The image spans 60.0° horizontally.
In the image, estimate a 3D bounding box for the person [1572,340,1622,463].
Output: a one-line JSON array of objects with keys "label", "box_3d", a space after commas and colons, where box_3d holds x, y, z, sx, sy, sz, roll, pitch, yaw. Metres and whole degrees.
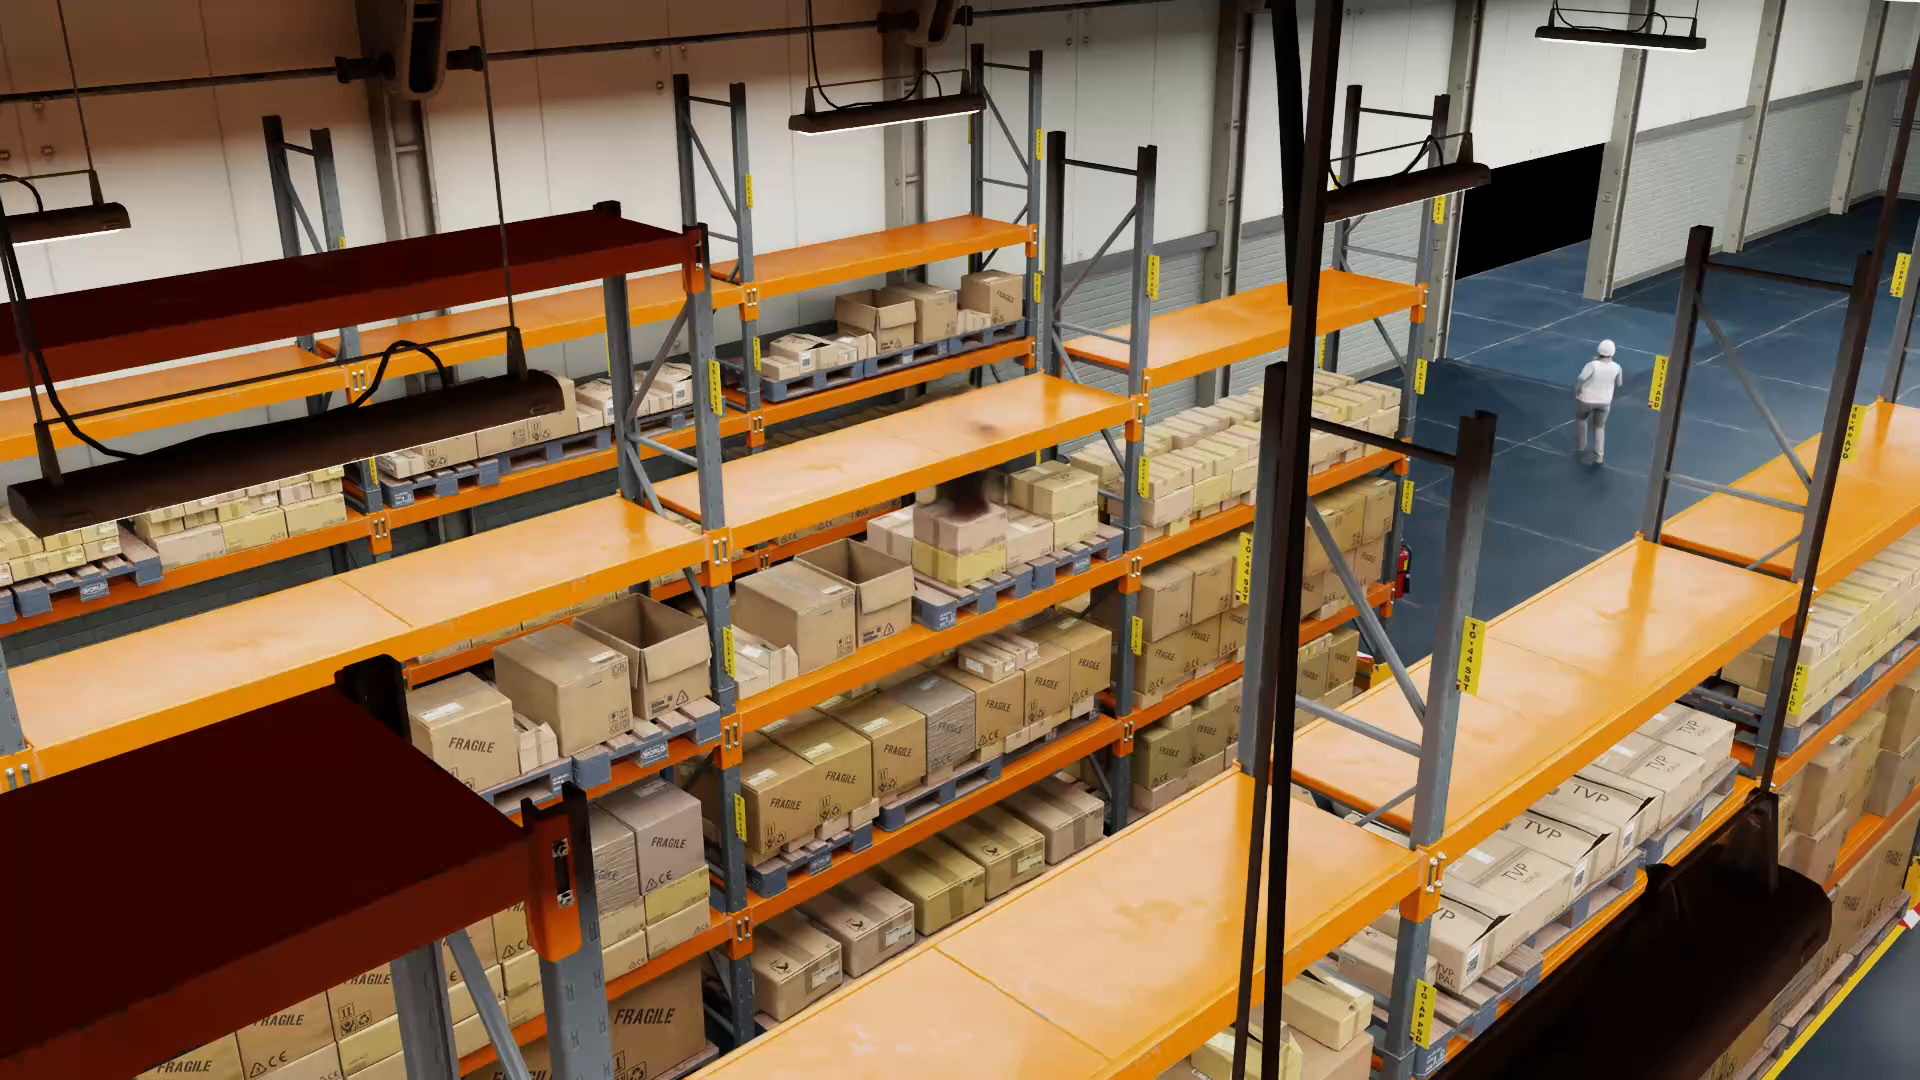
[{"label": "person", "box_3d": [8.876, -1.927, 23.251, 0.661, 1.809, 0.822, 4, 23, 10]}]
